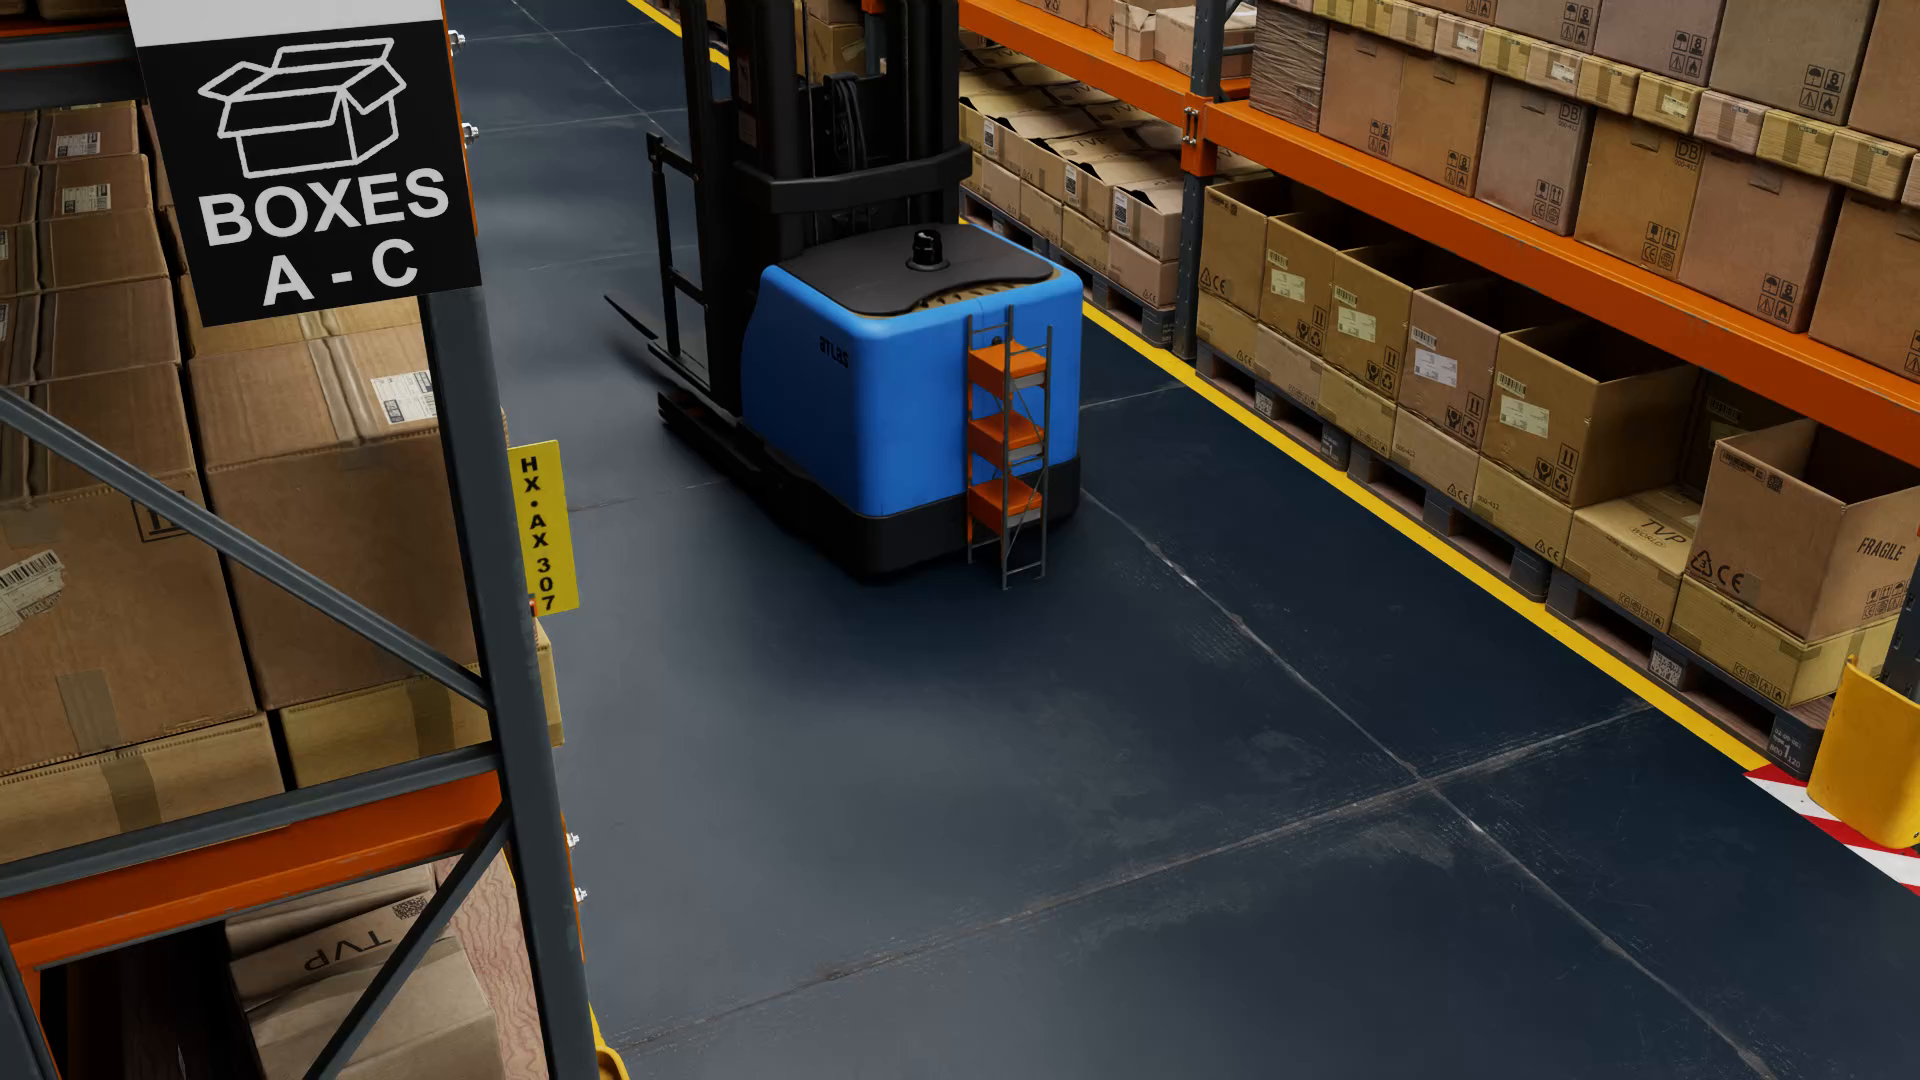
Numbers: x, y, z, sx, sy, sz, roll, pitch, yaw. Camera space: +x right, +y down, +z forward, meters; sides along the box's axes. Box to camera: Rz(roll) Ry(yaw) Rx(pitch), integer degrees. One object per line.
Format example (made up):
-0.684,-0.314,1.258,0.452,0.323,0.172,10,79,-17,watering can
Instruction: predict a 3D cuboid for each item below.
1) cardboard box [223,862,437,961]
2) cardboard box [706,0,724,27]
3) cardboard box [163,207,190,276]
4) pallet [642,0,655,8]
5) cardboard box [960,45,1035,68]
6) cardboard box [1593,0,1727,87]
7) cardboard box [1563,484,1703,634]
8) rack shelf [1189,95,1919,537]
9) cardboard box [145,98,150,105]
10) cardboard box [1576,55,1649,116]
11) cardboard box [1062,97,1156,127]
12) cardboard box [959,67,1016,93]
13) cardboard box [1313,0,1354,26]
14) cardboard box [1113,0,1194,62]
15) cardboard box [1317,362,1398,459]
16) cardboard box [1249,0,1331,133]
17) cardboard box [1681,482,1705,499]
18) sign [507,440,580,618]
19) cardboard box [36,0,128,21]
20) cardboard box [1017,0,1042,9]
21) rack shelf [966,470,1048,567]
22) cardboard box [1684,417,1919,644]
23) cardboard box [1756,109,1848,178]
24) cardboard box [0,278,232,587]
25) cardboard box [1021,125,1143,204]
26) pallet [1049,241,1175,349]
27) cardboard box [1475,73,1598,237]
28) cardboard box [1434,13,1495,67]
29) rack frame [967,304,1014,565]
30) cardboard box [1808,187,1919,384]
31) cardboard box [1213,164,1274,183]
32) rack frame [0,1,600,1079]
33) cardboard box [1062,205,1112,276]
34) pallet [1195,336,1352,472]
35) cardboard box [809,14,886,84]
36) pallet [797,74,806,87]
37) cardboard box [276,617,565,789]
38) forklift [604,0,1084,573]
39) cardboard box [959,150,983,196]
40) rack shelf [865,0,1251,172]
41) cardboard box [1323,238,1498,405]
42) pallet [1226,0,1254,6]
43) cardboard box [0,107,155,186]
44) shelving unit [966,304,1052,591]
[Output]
-1.664,0.882,4.409,0.500,0.311,0.500,-10,31,-18,cardboard box
-1.895,-4.702,14.174,0.500,0.500,0.500,-15,32,-24,cardboard box
-1.556,-0.517,3.971,0.500,0.500,0.500,-14,32,-24,cardboard box
-2.704,-5.492,16.328,1.003,0.211,1.213,-13,32,-22,pallet
0.282,-3.147,11.104,0.500,0.311,0.500,-12,32,-21,cardboard box
2.610,-1.860,5.571,0.700,0.500,0.500,-13,32,-22,cardboard box
2.546,0.059,5.960,0.500,0.250,0.500,-13,32,-22,cardboard box
2.410,-1.134,6.441,1.077,0.370,4.000,-13,32,-22,rack shelf
-2.219,-1.197,5.183,0.500,0.500,0.500,-13,32,-22,cardboard box
2.376,-1.591,5.755,0.380,0.149,0.250,-12,32,-21,cardboard box
0.938,-2.473,9.903,0.500,0.311,0.500,-12,32,-21,cardboard box
0.027,-2.803,10.491,0.500,0.311,0.500,-14,32,-23,cardboard box
1.713,-2.274,6.973,0.380,0.149,0.250,-14,32,-23,cardboard box
1.009,-2.622,8.497,0.396,0.266,0.258,-14,32,-23,cardboard box
1.897,-0.603,7.140,0.500,0.250,0.500,-13,32,-22,cardboard box
1.748,-2.180,7.469,0.700,0.500,0.500,-14,32,-23,cardboard box
3.022,-0.052,6.157,0.500,0.250,0.500,-13,32,-22,cardboard box
-0.713,-0.014,2.823,0.100,0.325,0.005,-13,32,-22,sign
-1.121,-1.083,2.426,0.500,0.500,0.500,-12,32,-21,cardboard box
0.570,-3.404,9.651,0.500,0.500,0.500,-15,33,-25,cardboard box
0.180,-0.086,6.420,0.215,0.259,0.240,-18,34,-28,rack shelf
2.770,-0.050,5.387,0.500,0.500,0.500,-13,32,-22,cardboard box
2.709,-1.248,5.143,0.380,0.149,0.250,-14,32,-23,cardboard box
-1.805,-0.181,3.372,0.500,0.500,0.500,-13,32,-21,cardboard box
0.678,-2.128,9.286,0.500,0.311,0.500,-13,32,-22,cardboard box
1.200,-1.432,9.088,1.003,0.211,1.213,-13,32,-22,pallet
2.413,-1.500,6.256,0.700,0.500,0.500,-12,31,-21,cardboard box
2.049,-1.930,6.359,0.380,0.149,0.250,-14,32,-23,cardboard box
0.113,-0.388,6.368,0.200,1.050,0.008,-18,34,-28,rack frame
3.080,-0.817,5.037,0.700,0.500,0.500,-13,32,-22,cardboard box
1.599,-1.795,8.692,0.500,0.311,0.500,-13,32,-22,cardboard box
-1.200,0.477,2.833,0.949,2.616,0.053,-13,32,-22,rack frame
0.896,-1.661,9.028,0.500,0.250,0.500,-14,32,-23,cardboard box
1.855,-0.755,7.880,1.003,0.211,1.213,-13,32,-22,pallet
-0.779,-3.564,12.144,0.500,0.500,0.500,-12,31,-20,cardboard box
-0.972,-3.758,13.236,1.003,0.211,1.213,-13,32,-22,pallet
-1.126,0.252,3.367,0.500,0.250,0.500,-14,32,-23,cardboard box
-0.732,-1.830,7.016,1.130,2.935,3.031,-18,34,-28,forklift
0.239,-2.339,10.236,0.500,0.250,0.500,-14,32,-23,cardboard box
0.693,-2.901,9.592,1.077,0.370,4.000,-13,32,-22,rack shelf
1.898,-0.930,6.957,0.500,0.500,0.500,-13,32,-22,cardboard box
2.886,-5.338,16.053,1.003,0.211,1.213,-13,32,-22,pallet
-2.480,-0.858,4.579,0.500,0.500,0.500,-12,32,-21,cardboard box
0.180,-0.338,6.279,0.215,1.050,0.252,-18,34,-28,shelving unit
